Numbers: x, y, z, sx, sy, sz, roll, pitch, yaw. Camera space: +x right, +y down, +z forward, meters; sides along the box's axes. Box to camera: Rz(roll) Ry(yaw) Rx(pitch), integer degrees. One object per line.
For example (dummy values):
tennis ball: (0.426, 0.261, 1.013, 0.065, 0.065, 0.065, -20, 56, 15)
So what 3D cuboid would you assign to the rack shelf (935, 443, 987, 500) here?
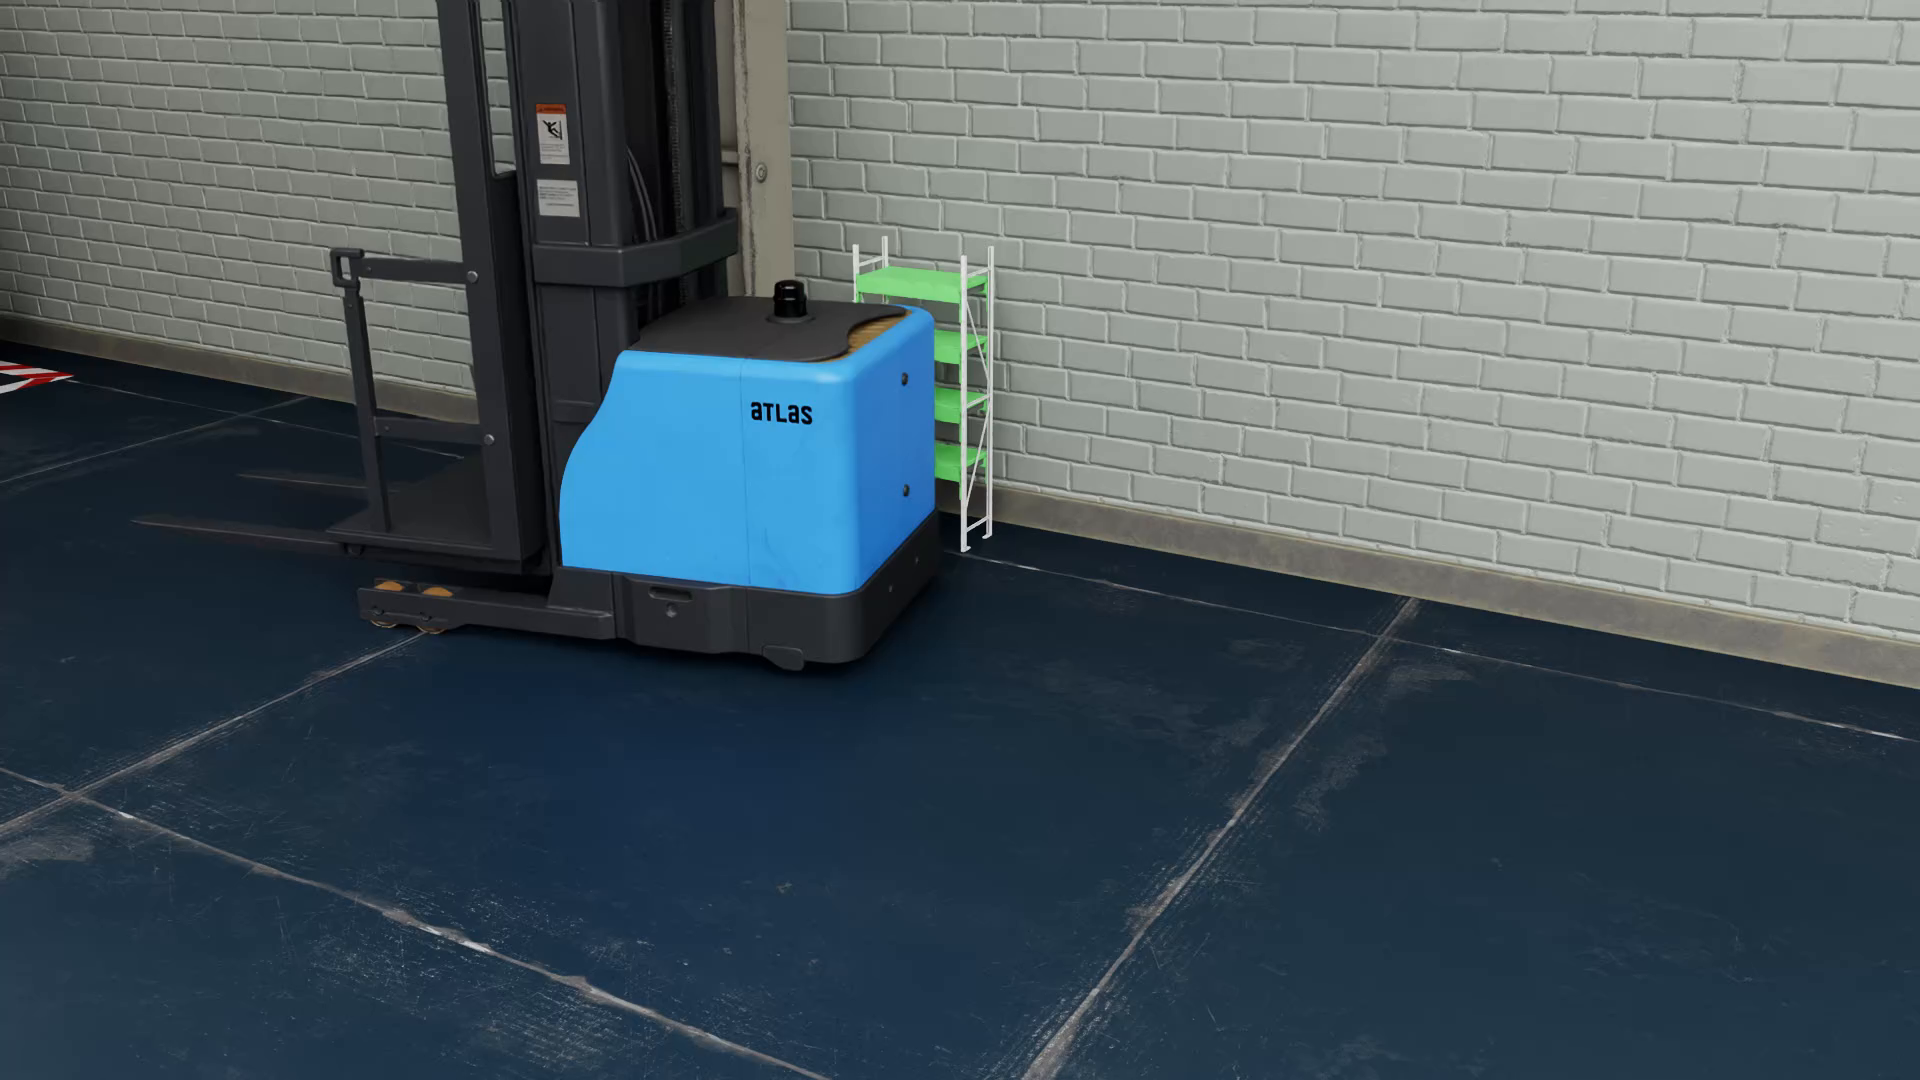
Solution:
rack shelf: (-0.145, -0.306, 6.840, 0.480, 0.148, 0.258, 11, 23, 27)

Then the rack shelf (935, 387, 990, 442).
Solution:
rack shelf: (-0.145, -0.531, 6.758, 0.480, 0.148, 0.258, 11, 23, 27)

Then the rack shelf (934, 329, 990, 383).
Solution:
rack shelf: (-0.145, -0.757, 6.676, 0.480, 0.148, 0.258, 11, 23, 27)

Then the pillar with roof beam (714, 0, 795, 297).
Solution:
pillar with roof beam: (-3.065, -3.196, 2.480, 0.400, 9.000, 9.100, 11, 23, 27)

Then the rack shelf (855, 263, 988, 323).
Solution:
rack shelf: (-0.145, -0.983, 6.594, 0.480, 0.148, 0.258, 11, 23, 27)

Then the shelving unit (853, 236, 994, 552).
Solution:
shelving unit: (-0.145, -0.592, 6.736, 0.503, 1.200, 0.258, 11, 23, 27)

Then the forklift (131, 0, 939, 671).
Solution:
forklift: (-1.655, -1.207, 5.893, 3.031, 2.935, 1.130, 6, 21, 15)

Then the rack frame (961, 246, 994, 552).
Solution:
rack frame: (0.068, -0.551, 6.624, 0.015, 1.200, 0.240, 11, 23, 27)

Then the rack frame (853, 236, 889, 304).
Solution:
rack frame: (-0.358, -0.632, 6.848, 0.015, 1.200, 0.240, 11, 23, 27)
